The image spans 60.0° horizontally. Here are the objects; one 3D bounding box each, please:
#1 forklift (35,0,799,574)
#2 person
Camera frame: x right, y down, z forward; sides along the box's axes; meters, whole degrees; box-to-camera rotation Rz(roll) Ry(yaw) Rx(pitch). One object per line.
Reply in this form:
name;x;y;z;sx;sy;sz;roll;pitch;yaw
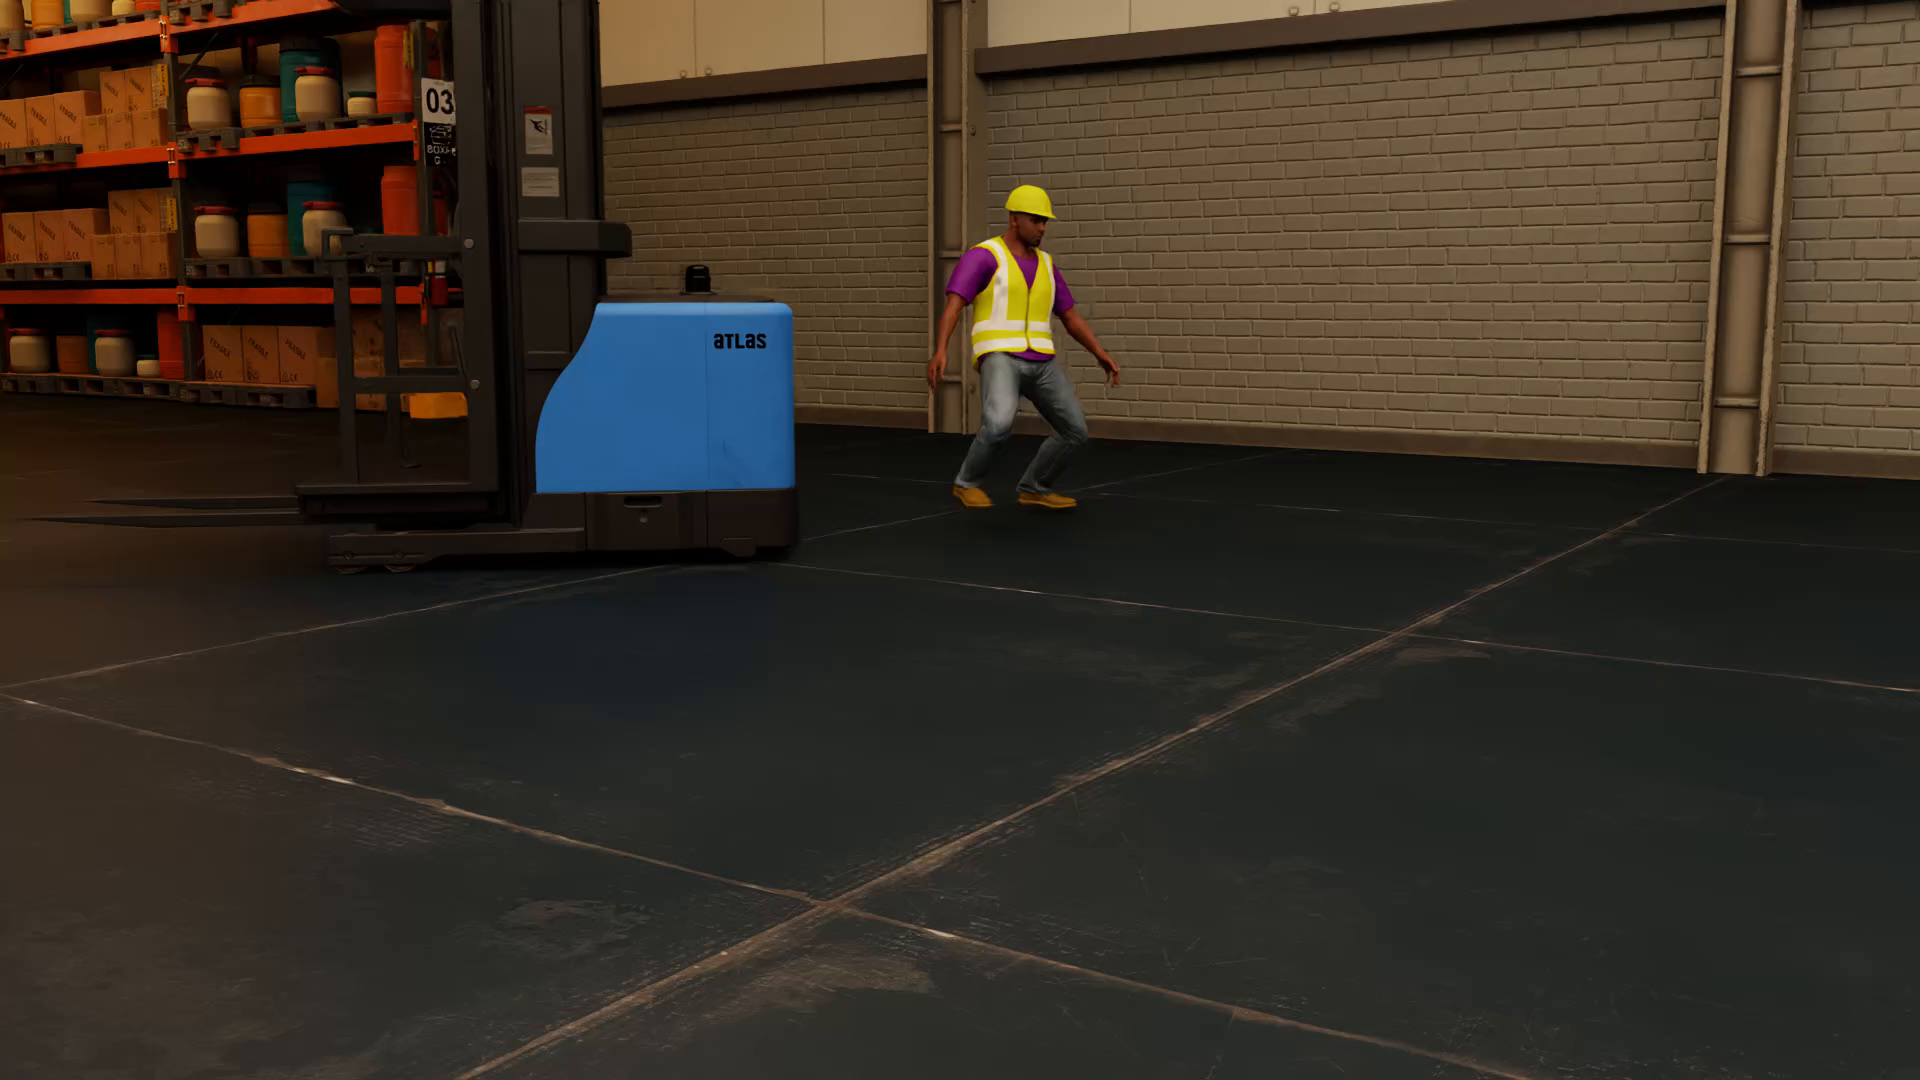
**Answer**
forklift;-2.241;-1.395;7.003;3.031;2.935;1.130;-1;8;-9
person;0.300;-0.925;8.171;0.987;1.617;0.599;-5;9;-29
